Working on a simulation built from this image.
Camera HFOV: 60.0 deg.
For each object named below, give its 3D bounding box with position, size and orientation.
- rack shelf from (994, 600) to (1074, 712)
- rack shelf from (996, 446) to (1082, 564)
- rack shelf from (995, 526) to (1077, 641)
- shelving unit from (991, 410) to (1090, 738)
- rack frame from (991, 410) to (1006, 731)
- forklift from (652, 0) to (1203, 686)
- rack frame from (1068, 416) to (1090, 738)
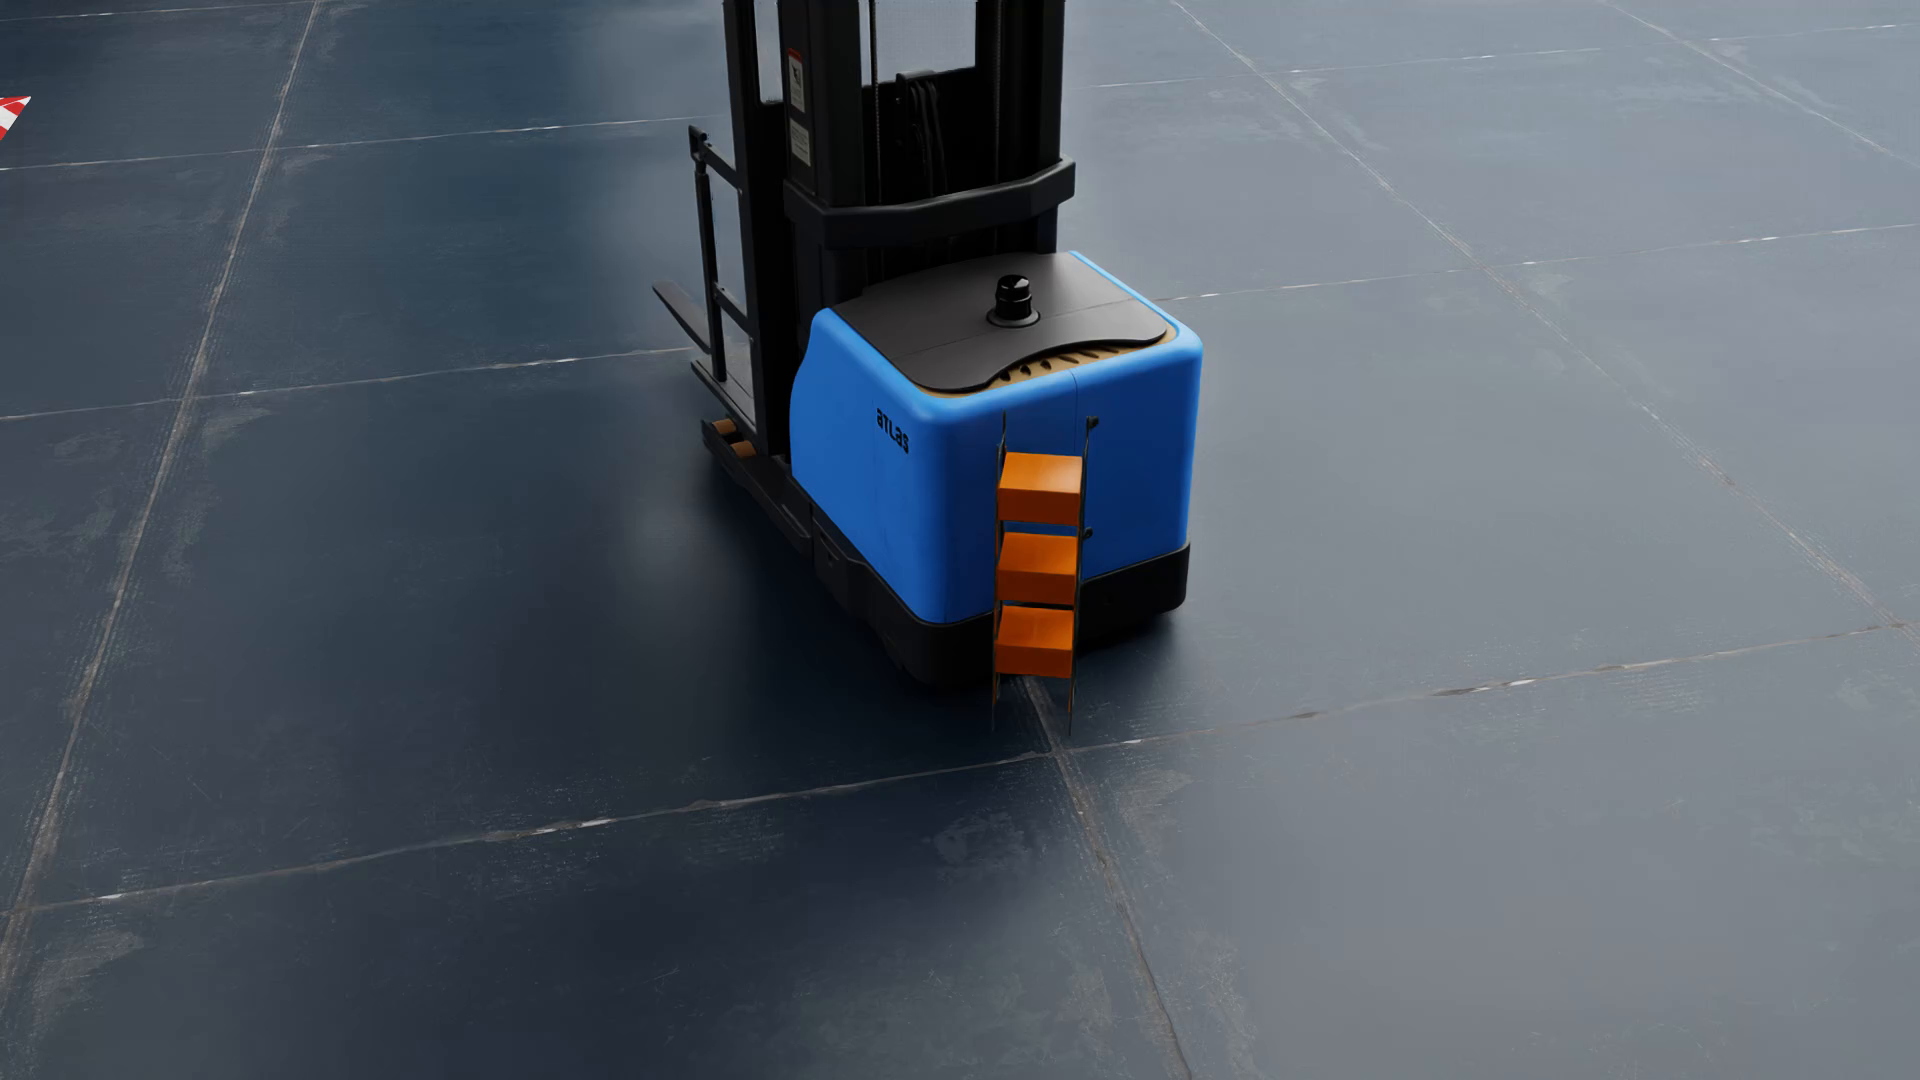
[{"bbox_3d":[0.237,0.362,5.198,0.240,0.259,0.215,4,34,6],"label":"rack shelf"},{"bbox_3d":[0.238,-0.104,4.884,0.240,0.259,0.215,4,34,6],"label":"rack shelf"},{"bbox_3d":[0.238,0.132,5.043,0.240,0.259,0.215,4,34,6],"label":"rack shelf"},{"bbox_3d":[0.238,0.123,5.037,0.252,1.050,0.215,4,34,6],"label":"shelving unit"},{"bbox_3d":[0.117,0.114,5.050,0.008,1.050,0.200,4,34,6],"label":"rack frame"},{"bbox_3d":[-0.369,-1.547,5.837,1.130,2.935,3.031,-17,37,-23],"label":"forklift"},{"bbox_3d":[0.359,0.132,5.024,0.008,1.050,0.200,4,34,6],"label":"rack frame"}]
